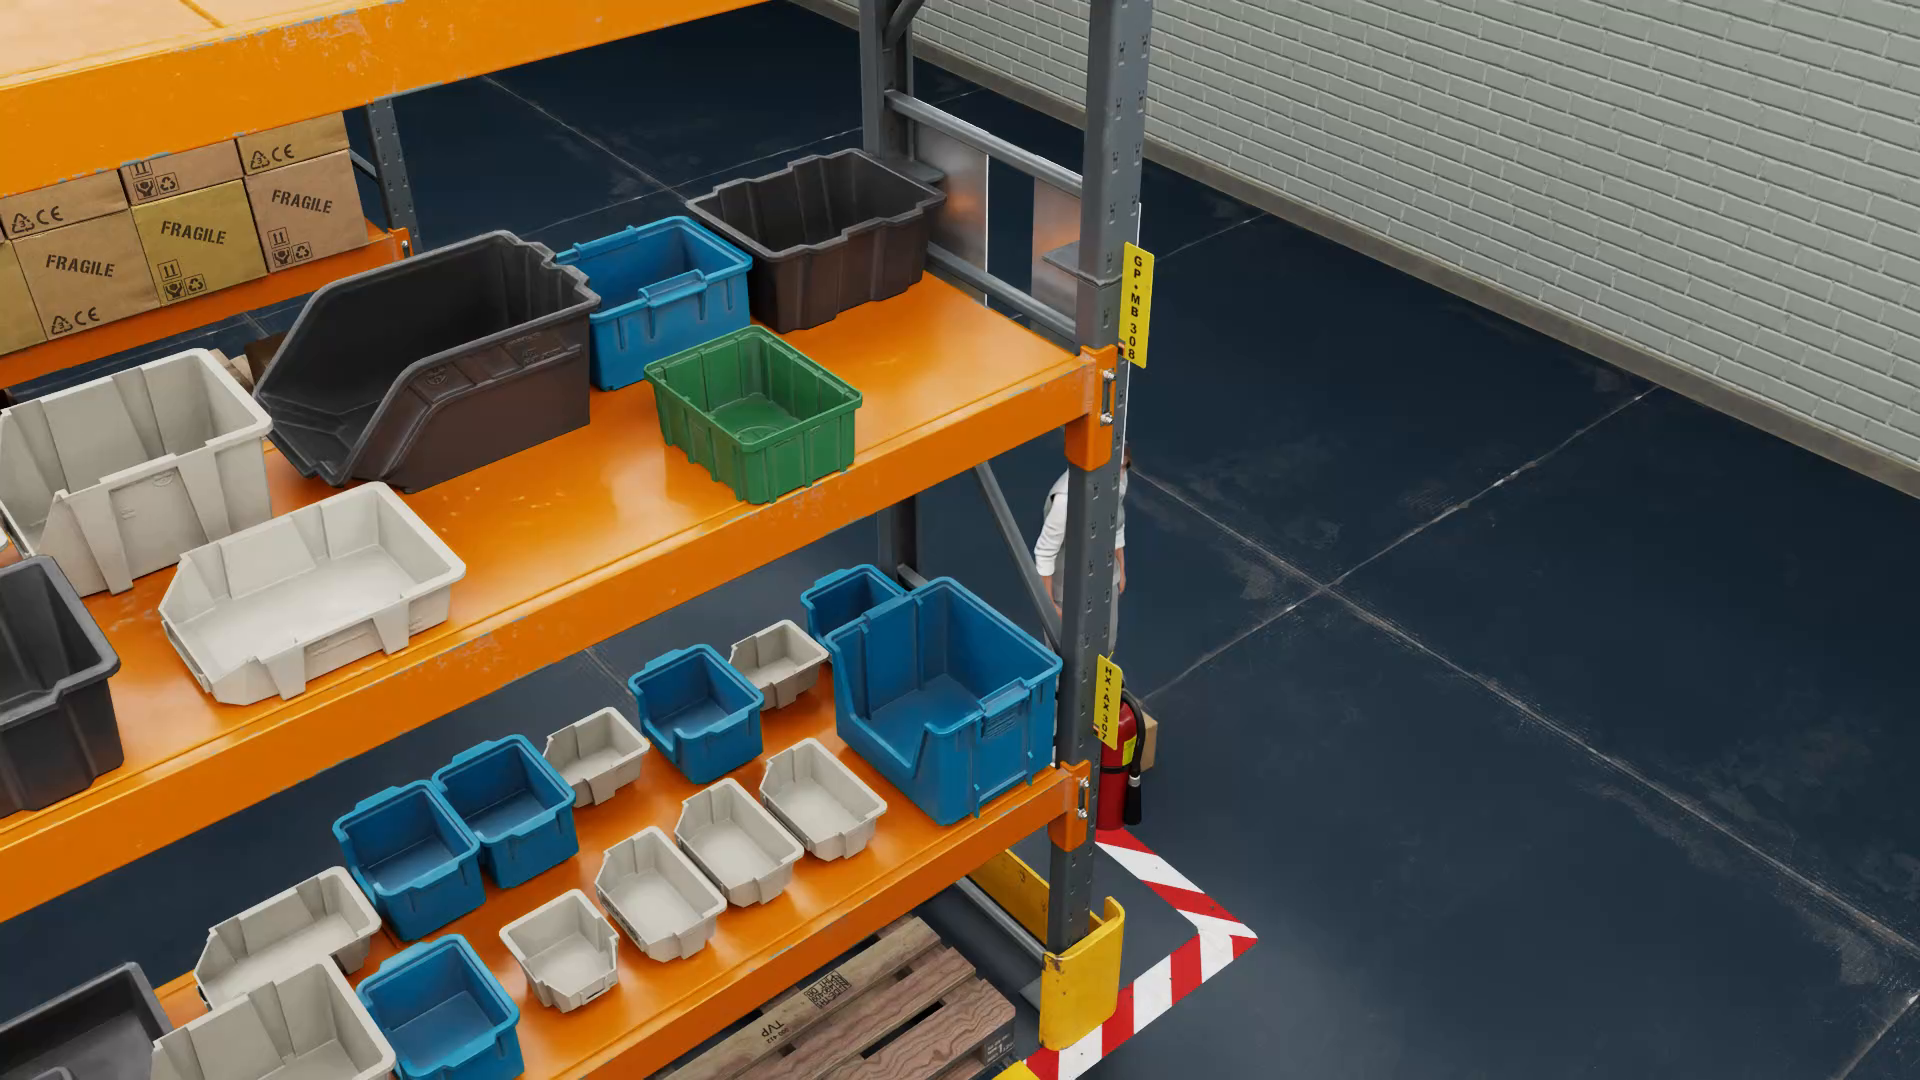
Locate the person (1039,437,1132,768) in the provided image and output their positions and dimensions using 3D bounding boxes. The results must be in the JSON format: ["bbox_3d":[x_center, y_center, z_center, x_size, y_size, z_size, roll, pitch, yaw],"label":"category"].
[{"bbox_3d":[0.506,0.206,6.805,0.461,1.592,0.319,-25,43,-30],"label":"person"}]
